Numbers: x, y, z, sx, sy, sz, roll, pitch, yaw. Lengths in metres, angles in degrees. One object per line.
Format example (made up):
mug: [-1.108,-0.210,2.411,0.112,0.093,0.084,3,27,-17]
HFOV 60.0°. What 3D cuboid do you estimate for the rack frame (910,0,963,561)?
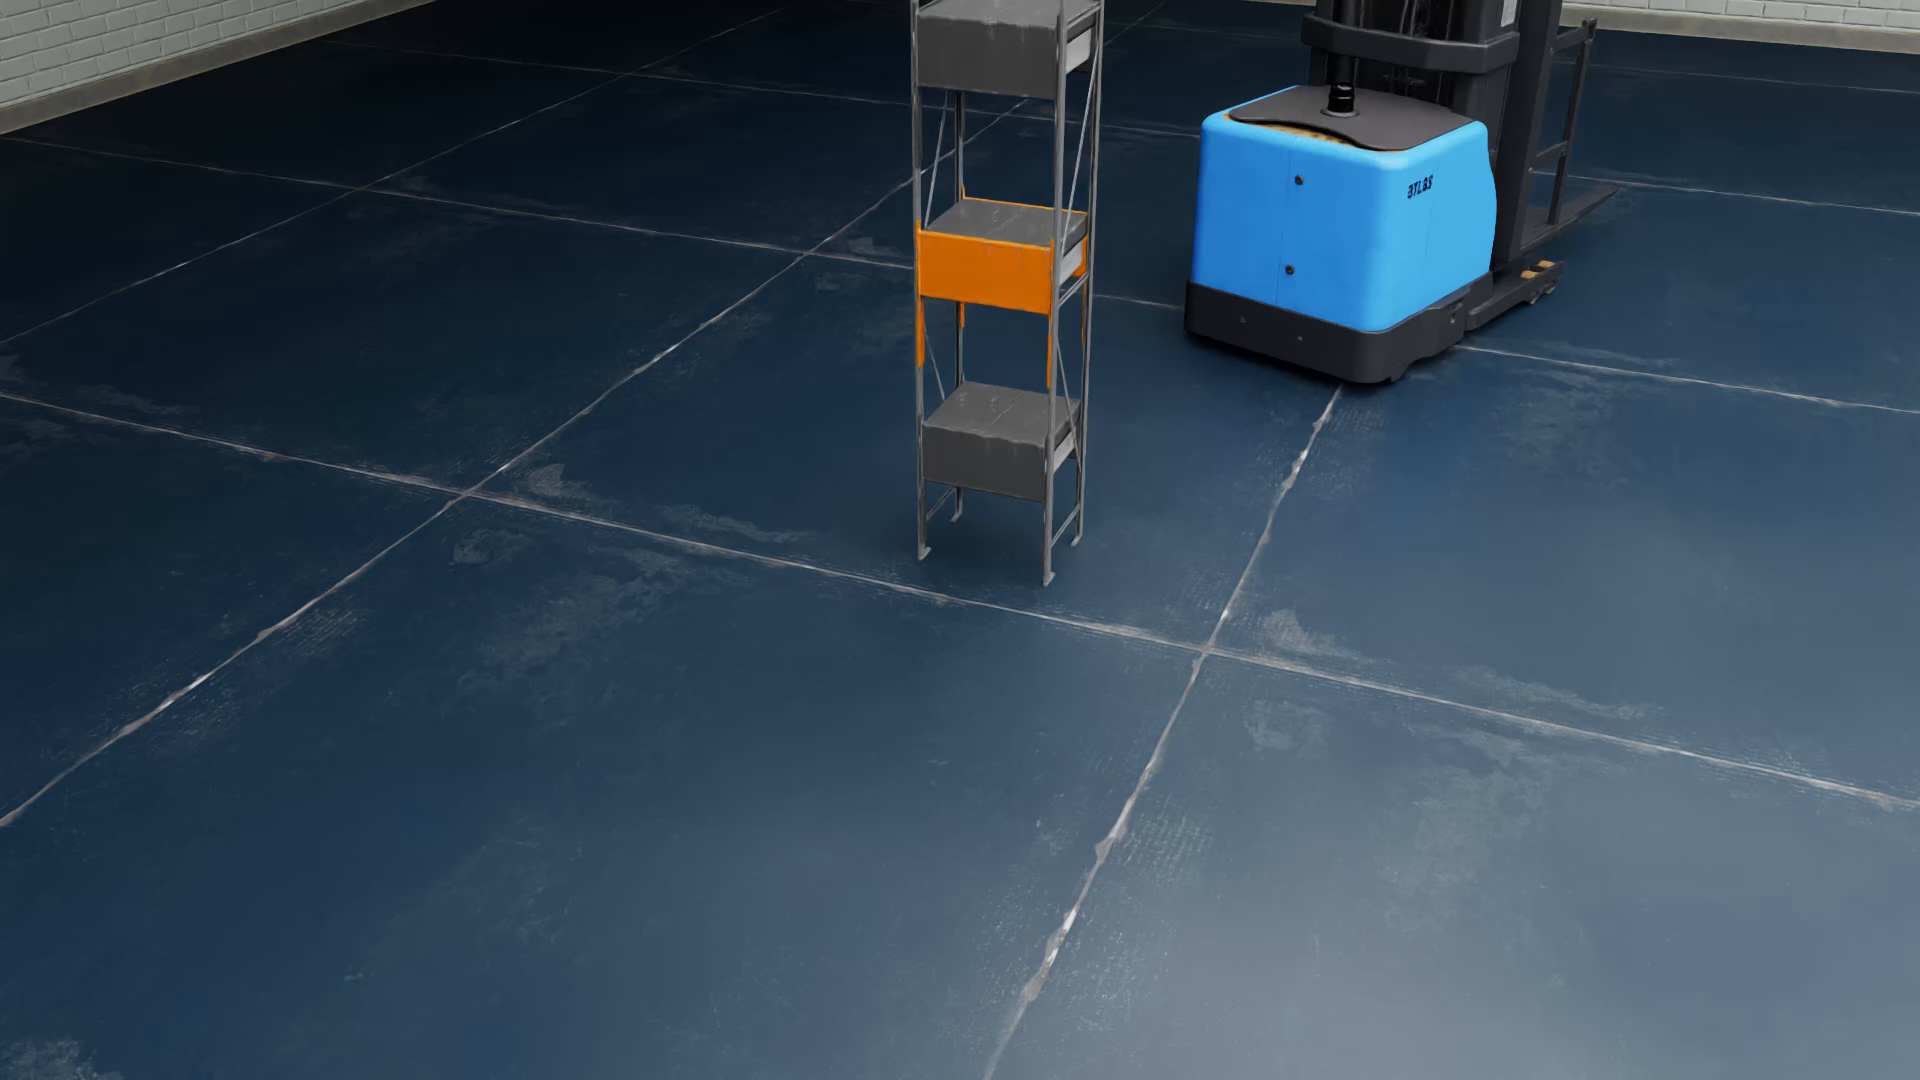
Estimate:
rack frame: [-0.073,-0.929,5.759,0.015,2.100,0.400,11,31,19]

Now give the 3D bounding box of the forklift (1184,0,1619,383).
forklift: [2.420,-2.608,7.885,1.130,2.935,3.031,24,37,35]

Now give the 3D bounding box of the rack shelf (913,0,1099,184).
rack shelf: [0.153,-1.481,5.341,0.480,0.518,0.431,11,31,19]

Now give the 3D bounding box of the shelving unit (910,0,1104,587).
shelving unit: [0.153,-0.883,5.679,0.503,2.100,0.431,11,31,19]

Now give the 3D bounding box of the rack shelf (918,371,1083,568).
rack shelf: [0.153,-0.262,6.030,0.480,0.518,0.431,11,31,19]

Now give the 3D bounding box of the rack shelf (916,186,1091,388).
rack shelf: [0.153,-0.872,5.686,0.480,0.518,0.431,11,31,19]

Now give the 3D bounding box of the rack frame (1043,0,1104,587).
rack frame: [0.379,-0.838,5.599,0.015,2.100,0.400,11,31,19]
